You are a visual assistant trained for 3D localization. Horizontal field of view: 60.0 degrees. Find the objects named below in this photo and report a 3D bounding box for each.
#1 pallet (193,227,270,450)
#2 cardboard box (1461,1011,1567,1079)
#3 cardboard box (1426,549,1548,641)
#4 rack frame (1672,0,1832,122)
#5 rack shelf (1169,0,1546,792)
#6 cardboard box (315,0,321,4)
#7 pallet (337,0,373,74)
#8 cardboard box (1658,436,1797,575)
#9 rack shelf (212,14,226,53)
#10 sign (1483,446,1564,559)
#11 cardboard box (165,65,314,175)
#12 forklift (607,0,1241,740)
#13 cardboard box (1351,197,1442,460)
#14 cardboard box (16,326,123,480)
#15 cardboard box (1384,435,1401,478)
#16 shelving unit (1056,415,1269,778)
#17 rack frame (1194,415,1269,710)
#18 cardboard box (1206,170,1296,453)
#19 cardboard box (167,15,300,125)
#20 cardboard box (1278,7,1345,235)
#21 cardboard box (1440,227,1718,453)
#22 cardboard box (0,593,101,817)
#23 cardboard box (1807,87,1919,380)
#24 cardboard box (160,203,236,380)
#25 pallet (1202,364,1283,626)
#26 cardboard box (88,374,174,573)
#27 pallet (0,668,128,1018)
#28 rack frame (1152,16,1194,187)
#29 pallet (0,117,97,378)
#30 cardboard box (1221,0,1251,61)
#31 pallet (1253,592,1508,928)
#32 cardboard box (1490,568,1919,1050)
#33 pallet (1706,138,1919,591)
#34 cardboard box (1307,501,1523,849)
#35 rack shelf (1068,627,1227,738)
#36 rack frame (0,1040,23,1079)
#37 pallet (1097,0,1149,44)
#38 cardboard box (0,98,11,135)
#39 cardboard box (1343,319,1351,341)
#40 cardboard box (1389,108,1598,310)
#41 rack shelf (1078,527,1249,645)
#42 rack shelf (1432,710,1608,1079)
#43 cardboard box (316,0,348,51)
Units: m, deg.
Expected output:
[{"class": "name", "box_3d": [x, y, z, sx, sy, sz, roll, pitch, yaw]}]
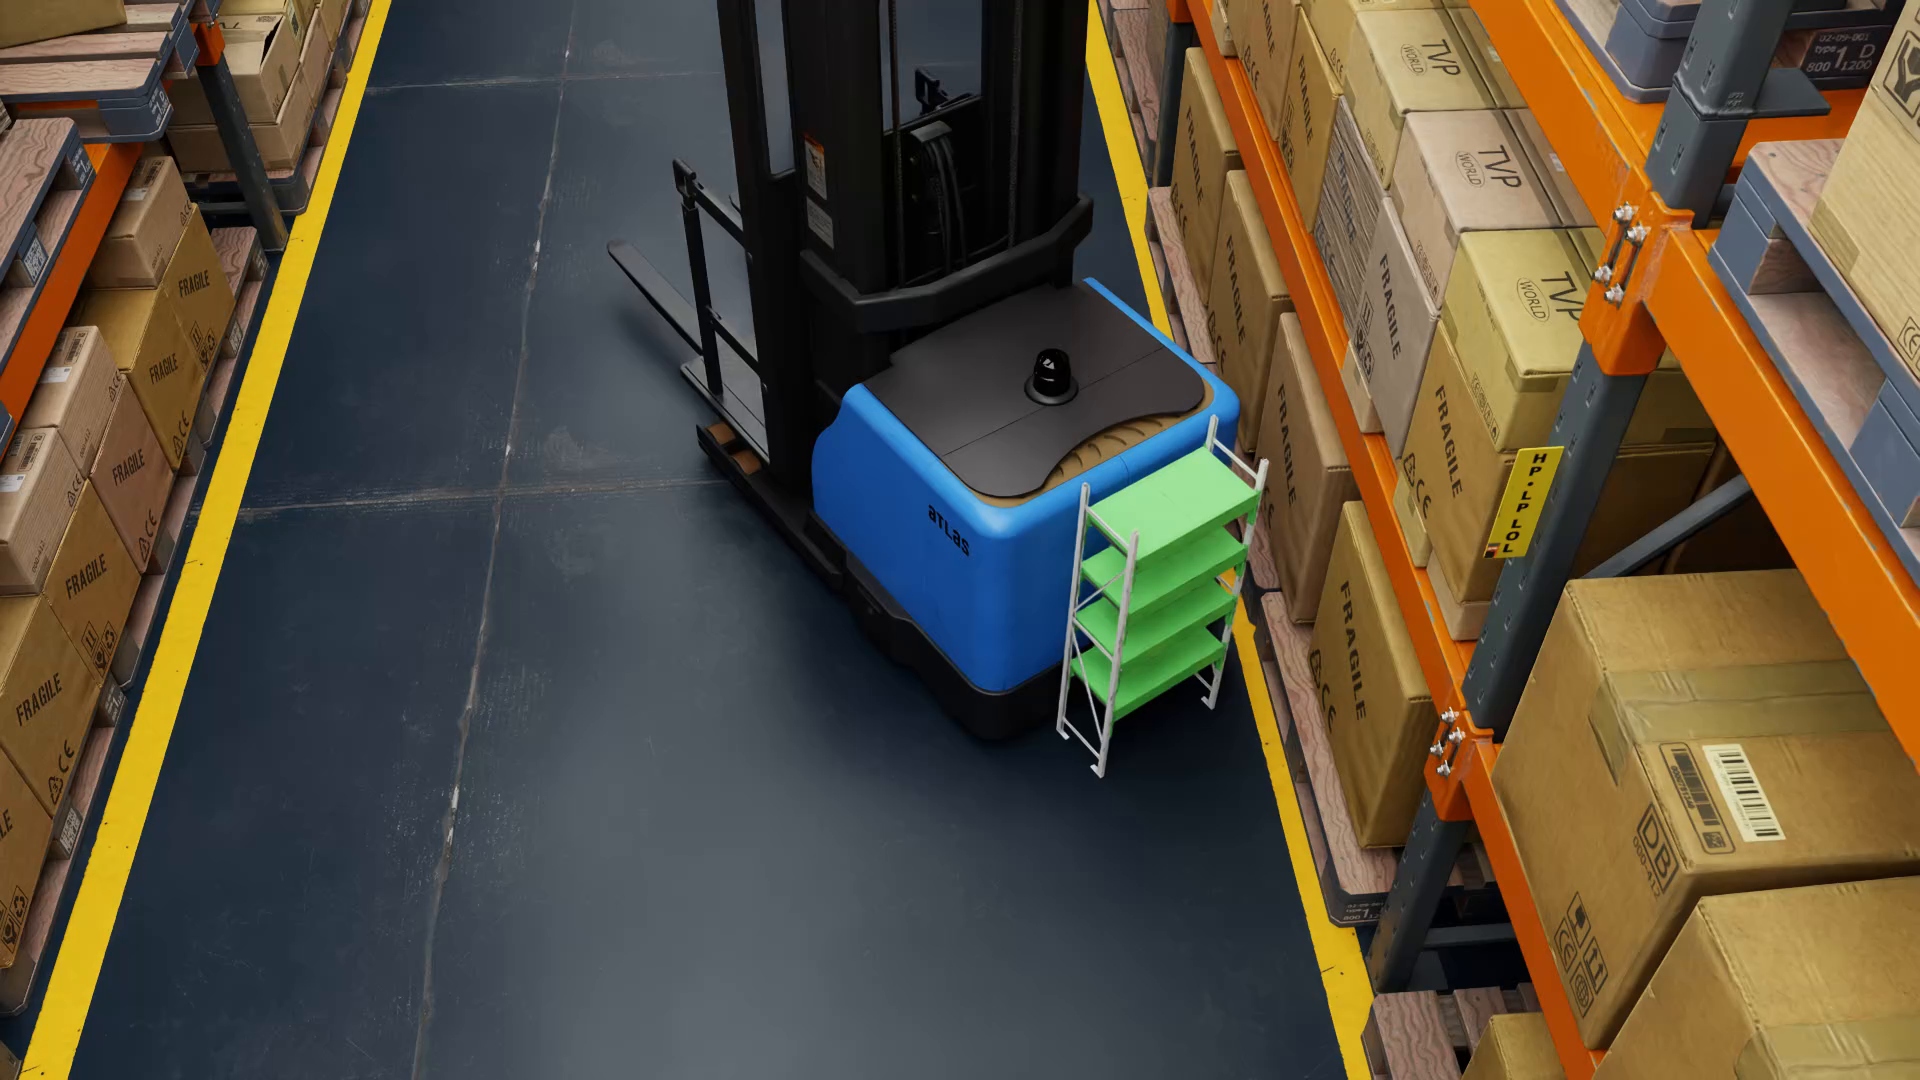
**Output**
[{"class": "pallet", "box_3d": [-3.515, -0.834, 6.894, 1.003, 0.211, 1.213, -3, 47, -3]}, {"class": "cardboard box", "box_3d": [1.692, 1.518, 4.179, 0.700, 0.500, 0.500, -3, 47, -3]}, {"class": "cardboard box", "box_3d": [1.421, 0.107, 4.242, 0.380, 0.149, 0.250, -3, 47, -3]}, {"class": "rack frame", "box_3d": [1.731, -1.808, 1.764, 1.000, 3.000, 0.127, -3, 47, -3]}, {"class": "rack shelf", "box_3d": [1.564, -0.944, 5.574, 1.077, 0.370, 4.000, -3, 47, -3]}, {"class": "cardboard box", "box_3d": [-3.384, -2.872, 8.123, 0.500, 0.311, 0.500, -5, 47, -4]}, {"class": "pallet", "box_3d": [-3.669, -2.855, 8.808, 1.003, 0.211, 1.213, -3, 47, -3]}, {"class": "cardboard box", "box_3d": [1.944, -0.236, 4.120, 0.500, 0.500, 0.500, -5, 47, -5]}, {"class": "rack shelf", "box_3d": [-3.707, -3.535, 8.027, 1.077, 0.370, 4.000, -3, 47, -3]}, {"class": "sign", "box_3d": [1.191, -0.076, 3.513, 0.100, 0.325, 0.005, -3, 47, -3]}, {"class": "cardboard box", "box_3d": [-3.291, -1.931, 7.617, 0.500, 0.250, 0.500, -4, 47, -3]}, {"class": "forklift", "box_3d": [-0.367, -1.379, 5.537, 1.130, 2.935, 3.031, -28, 52, -24]}, {"class": "cardboard box", "box_3d": [1.389, -0.575, 4.442, 0.500, 0.500, 0.500, -3, 47, -3]}, {"class": "cardboard box", "box_3d": [-3.129, -0.442, 5.505, 0.500, 0.250, 0.500, -4, 47, -4]}, {"class": "cardboard box", "box_3d": [1.399, -0.264, 4.593, 0.380, 0.149, 0.250, -2, 47, -2]}, {"class": "shelving unit", "box_3d": [0.610, 0.208, 5.221, 0.503, 1.200, 0.258, -28, 54, -24]}, {"class": "rack frame", "box_3d": [0.809, 0.104, 5.319, 0.015, 1.200, 0.240, -28, 54, -24]}, {"class": "cardboard box", "box_3d": [1.394, -0.870, 6.199, 0.750, 0.750, 0.750, -4, 47, -3]}, {"class": "cardboard box", "box_3d": [-3.291, -2.123, 7.413, 0.500, 0.311, 0.500, -2, 47, -2]}, {"class": "cardboard box", "box_3d": [1.308, -1.300, 5.128, 0.500, 0.500, 0.500, -2, 47, -2]}, {"class": "cardboard box", "box_3d": [1.437, -0.468, 3.824, 0.500, 0.250, 0.500, -2, 47, -2]}, {"class": "cardboard box", "box_3d": [-3.058, 0.517, 5.113, 0.500, 0.500, 0.500, -3, 47, -3]}, {"class": "cardboard box", "box_3d": [1.526, -0.387, 2.230, 0.500, 0.250, 0.500, -4, 47, -3]}, {"class": "cardboard box", "box_3d": [-3.227, -0.964, 6.516, 0.500, 0.500, 0.500, -2, 47, -2]}, {"class": "pallet", "box_3d": [1.486, -0.224, 6.317, 1.003, 0.211, 1.213, -3, 47, -3]}, {"class": "cardboard box", "box_3d": [-3.134, -0.211, 5.802, 0.500, 0.500, 0.500, -5, 47, -5]}, {"class": "pallet", "box_3d": [-3.311, 0.932, 5.222, 1.003, 0.211, 1.213, -3, 47, -3]}, {"class": "rack frame", "box_3d": [1.396, -2.639, 6.683, 1.000, 3.000, 0.127, -3, 47, -3]}, {"class": "pallet", "box_3d": [-3.372, -0.862, 5.133, 1.003, 0.211, 1.213, -3, 47, -3]}, {"class": "cardboard box", "box_3d": [1.217, -2.036, 5.825, 0.500, 0.500, 0.500, -2, 47, -2]}, {"class": "pallet", "box_3d": [1.592, 0.660, 5.479, 1.003, 0.211, 1.213, -3, 47, -3]}, {"class": "cardboard box", "box_3d": [1.760, 0.546, 3.461, 0.980, 0.700, 0.700, -3, 47, -3]}, {"class": "pallet", "box_3d": [1.789, -0.153, 2.324, 1.003, 0.211, 1.213, -3, 47, -3]}, {"class": "cardboard box", "box_3d": [1.547, 0.388, 5.008, 0.750, 0.750, 0.750, -3, 47, -3]}, {"class": "rack shelf", "box_3d": [0.605, 0.411, 5.447, 0.480, 0.148, 0.258, -28, 54, -24]}, {"class": "rack frame", "box_3d": [-3.205, 0.559, 3.655, 1.000, 3.000, 0.127, -3, 47, -3]}, {"class": "pallet", "box_3d": [1.233, -3.126, 9.065, 1.003, 0.211, 1.213, -3, 47, -3]}, {"class": "cardboard box", "box_3d": [-3.488, -1.392, 5.144, 0.700, 0.500, 0.500, 4, 47, 4]}, {"class": "cardboard box", "box_3d": [1.364, -0.632, 4.942, 0.380, 0.149, 0.250, -3, 47, -3]}, {"class": "cardboard box", "box_3d": [1.404, -0.839, 4.175, 0.500, 0.250, 0.500, -3, 47, -2]}, {"class": "rack shelf", "box_3d": [0.614, 0.090, 5.090, 0.480, 0.148, 0.258, -28, 54, -24]}, {"class": "rack shelf", "box_3d": [1.899, 1.950, 2.833, 1.077, 0.370, 4.000, -3, 47, -3]}, {"class": "cardboard box", "box_3d": [-3.383, -2.670, 8.317, 0.500, 0.250, 0.500, -5, 47, -4]}]
